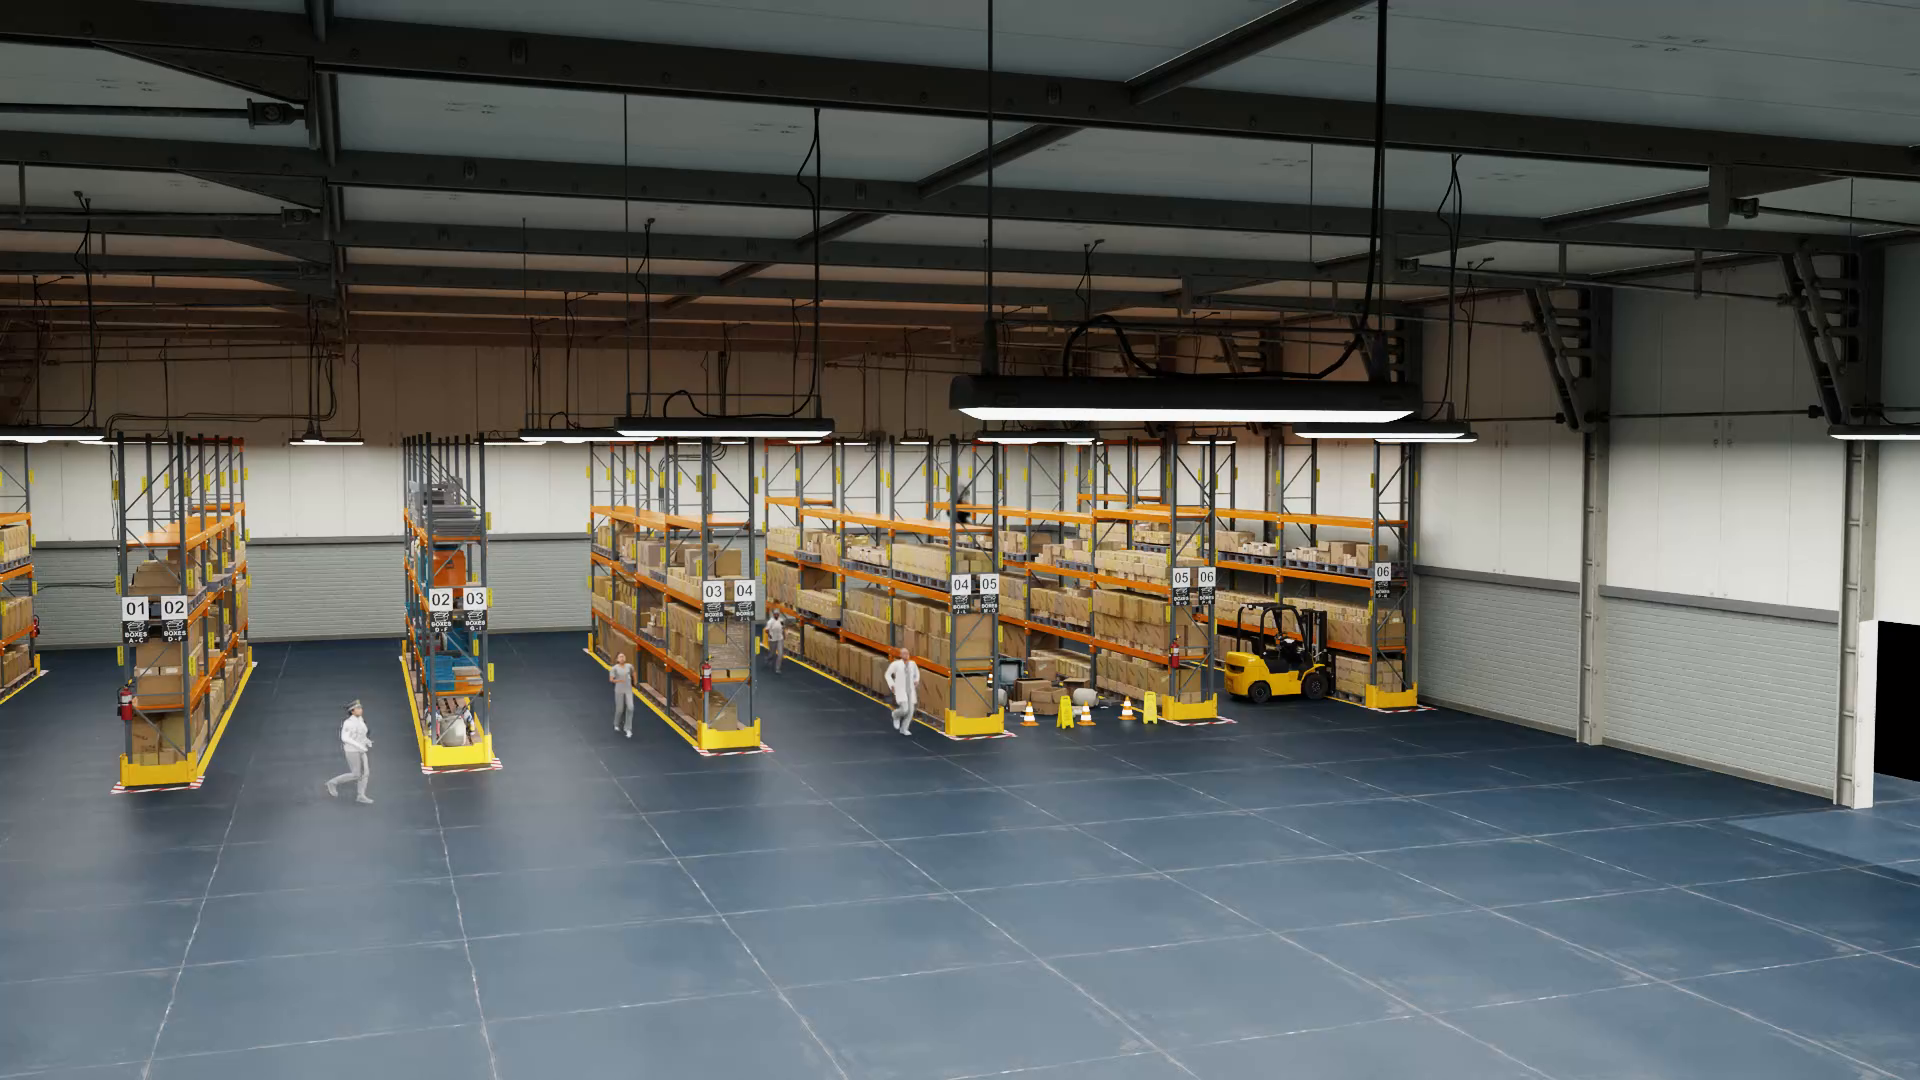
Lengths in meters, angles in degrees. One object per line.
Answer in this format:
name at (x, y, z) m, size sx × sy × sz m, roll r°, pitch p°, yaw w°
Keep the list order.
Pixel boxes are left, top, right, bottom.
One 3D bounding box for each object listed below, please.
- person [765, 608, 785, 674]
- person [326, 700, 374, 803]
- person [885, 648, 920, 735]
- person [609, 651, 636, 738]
person at (-4.715, 2.551, 42.438) m, size 0.565 × 1.659 × 0.768 m, roll -1°, pitch 3°, yaw -25°
person at (-9.821, 3.412, 26.858) m, size 0.718 × 1.691 × 0.623 m, roll 0°, pitch 3°, yaw 5°
person at (-1.085, 3.024, 33.136) m, size 0.710 × 1.732 × 0.570 m, roll -2°, pitch 4°, yaw -27°
person at (-6.709, 3.065, 33.159) m, size 0.570 × 1.698 × 0.825 m, roll -1°, pitch 3°, yaw -22°
